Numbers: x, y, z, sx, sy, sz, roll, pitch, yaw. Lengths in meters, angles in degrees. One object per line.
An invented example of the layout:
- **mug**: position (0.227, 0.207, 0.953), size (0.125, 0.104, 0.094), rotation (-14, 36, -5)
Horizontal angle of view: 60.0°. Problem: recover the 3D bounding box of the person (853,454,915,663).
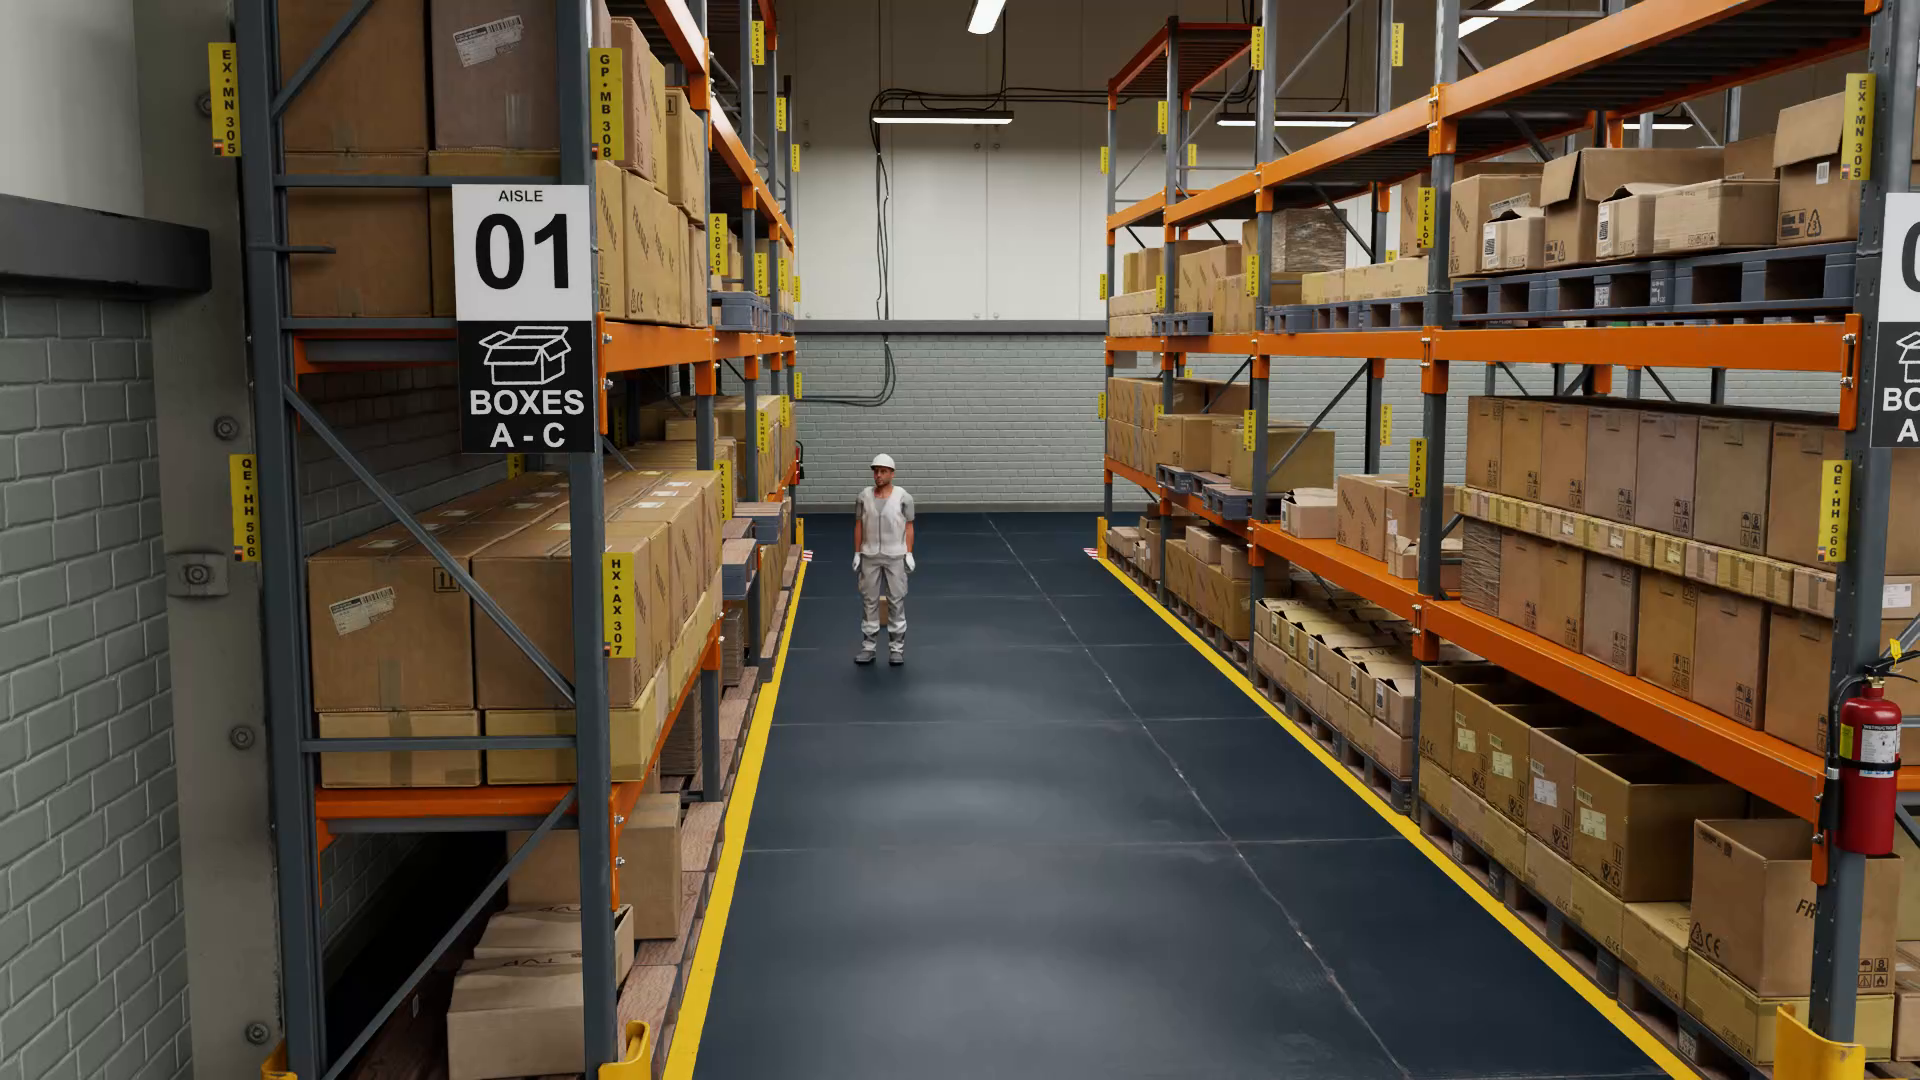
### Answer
- **person**: position (-0.658, 0.161, 14.252), size (0.546, 1.795, 0.351), rotation (1, 7, 8)
